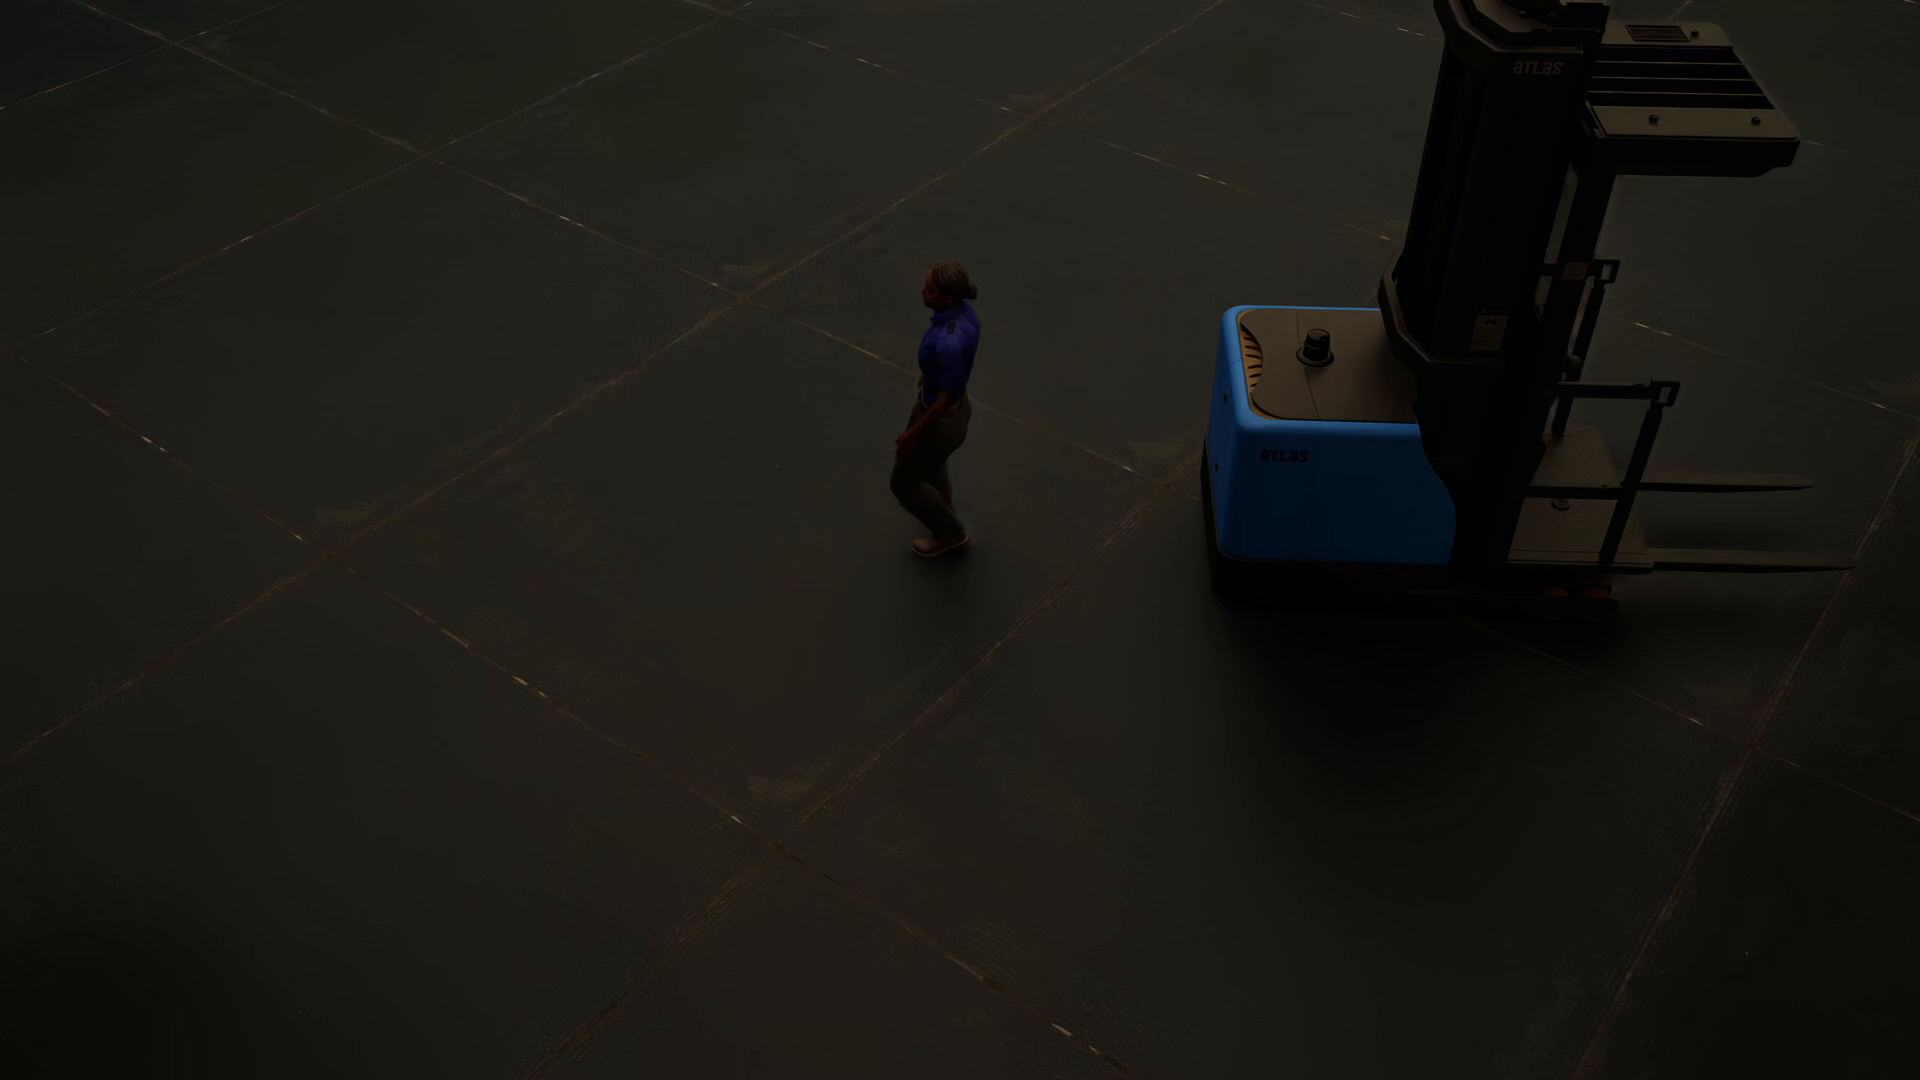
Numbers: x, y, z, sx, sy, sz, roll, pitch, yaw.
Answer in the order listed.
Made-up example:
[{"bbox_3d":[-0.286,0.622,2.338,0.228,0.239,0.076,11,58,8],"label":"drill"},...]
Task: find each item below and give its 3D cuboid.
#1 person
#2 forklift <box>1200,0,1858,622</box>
[{"bbox_3d":[-0.132,-0.632,7.853,0.449,1.587,0.671,6,41,7],"label":"person"},{"bbox_3d":[2.741,-1.082,7.343,3.031,2.935,1.130,2,40,2],"label":"forklift"}]
